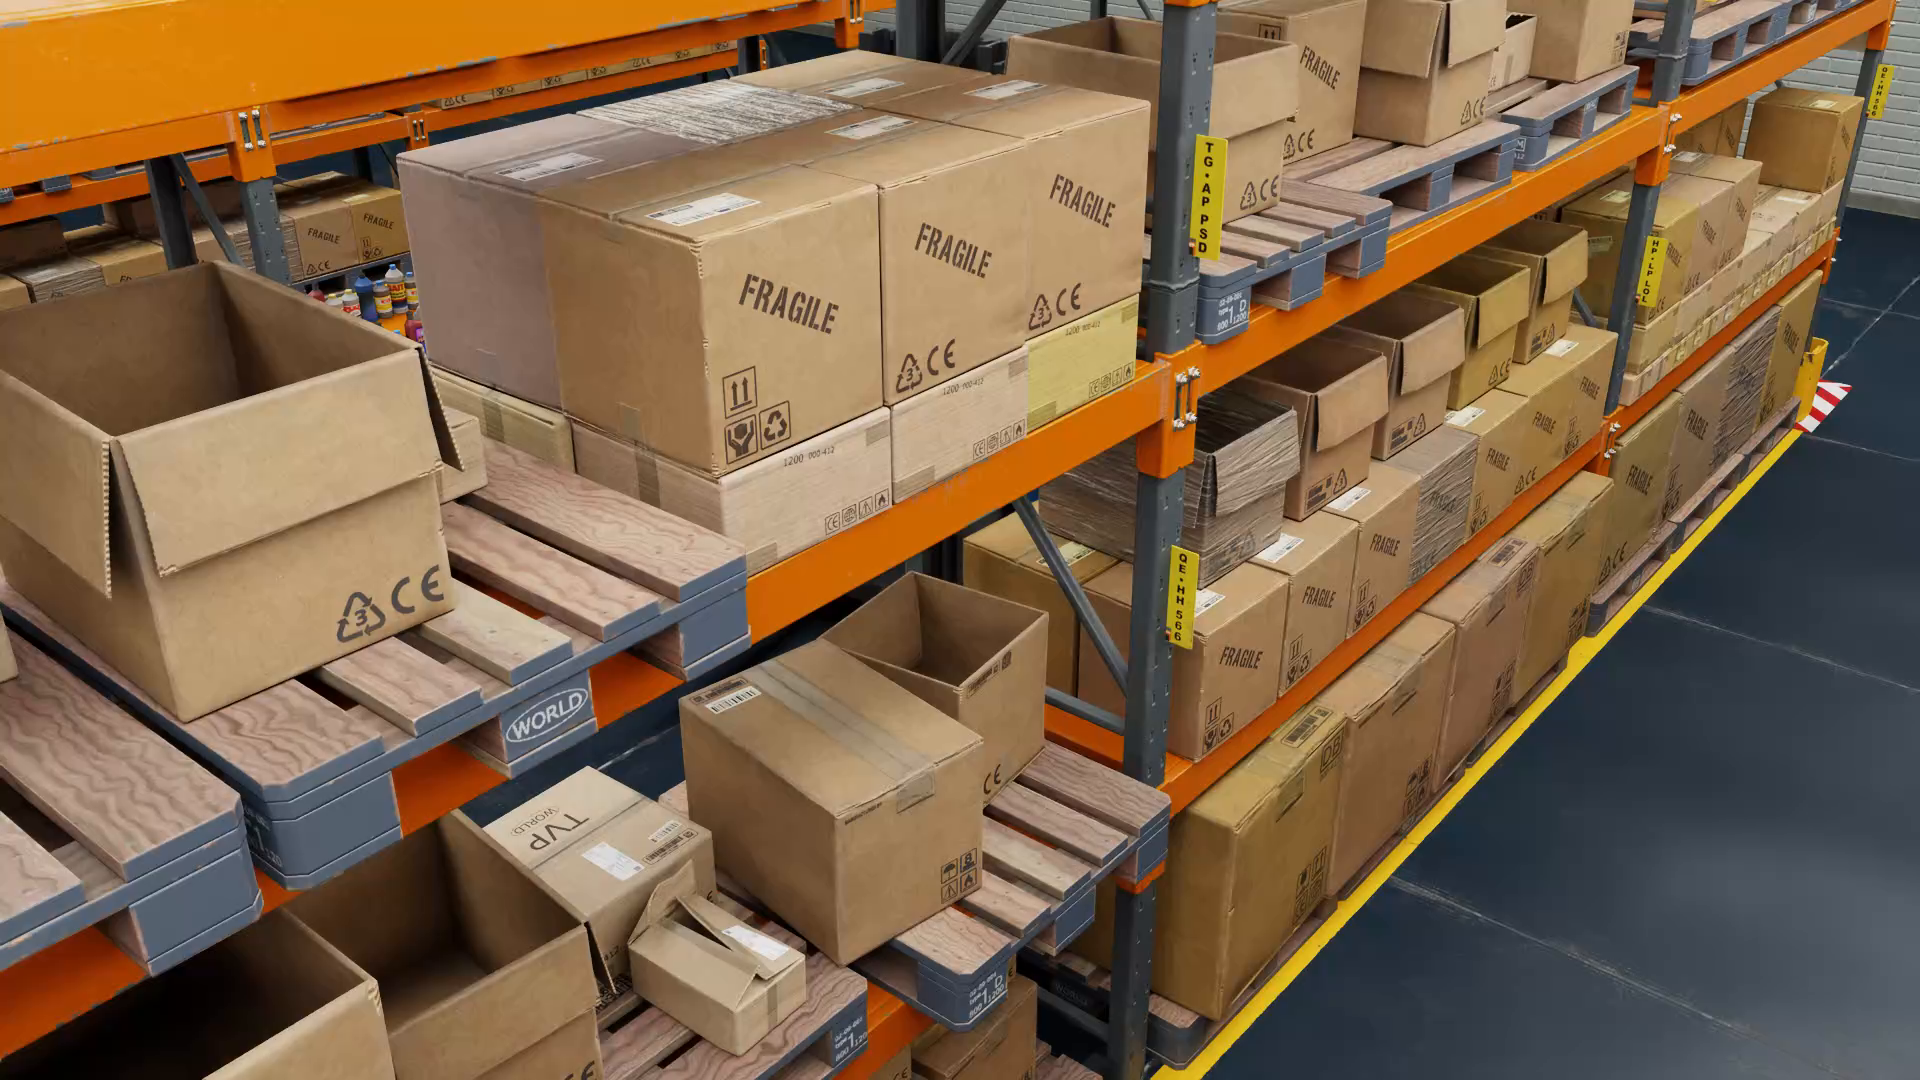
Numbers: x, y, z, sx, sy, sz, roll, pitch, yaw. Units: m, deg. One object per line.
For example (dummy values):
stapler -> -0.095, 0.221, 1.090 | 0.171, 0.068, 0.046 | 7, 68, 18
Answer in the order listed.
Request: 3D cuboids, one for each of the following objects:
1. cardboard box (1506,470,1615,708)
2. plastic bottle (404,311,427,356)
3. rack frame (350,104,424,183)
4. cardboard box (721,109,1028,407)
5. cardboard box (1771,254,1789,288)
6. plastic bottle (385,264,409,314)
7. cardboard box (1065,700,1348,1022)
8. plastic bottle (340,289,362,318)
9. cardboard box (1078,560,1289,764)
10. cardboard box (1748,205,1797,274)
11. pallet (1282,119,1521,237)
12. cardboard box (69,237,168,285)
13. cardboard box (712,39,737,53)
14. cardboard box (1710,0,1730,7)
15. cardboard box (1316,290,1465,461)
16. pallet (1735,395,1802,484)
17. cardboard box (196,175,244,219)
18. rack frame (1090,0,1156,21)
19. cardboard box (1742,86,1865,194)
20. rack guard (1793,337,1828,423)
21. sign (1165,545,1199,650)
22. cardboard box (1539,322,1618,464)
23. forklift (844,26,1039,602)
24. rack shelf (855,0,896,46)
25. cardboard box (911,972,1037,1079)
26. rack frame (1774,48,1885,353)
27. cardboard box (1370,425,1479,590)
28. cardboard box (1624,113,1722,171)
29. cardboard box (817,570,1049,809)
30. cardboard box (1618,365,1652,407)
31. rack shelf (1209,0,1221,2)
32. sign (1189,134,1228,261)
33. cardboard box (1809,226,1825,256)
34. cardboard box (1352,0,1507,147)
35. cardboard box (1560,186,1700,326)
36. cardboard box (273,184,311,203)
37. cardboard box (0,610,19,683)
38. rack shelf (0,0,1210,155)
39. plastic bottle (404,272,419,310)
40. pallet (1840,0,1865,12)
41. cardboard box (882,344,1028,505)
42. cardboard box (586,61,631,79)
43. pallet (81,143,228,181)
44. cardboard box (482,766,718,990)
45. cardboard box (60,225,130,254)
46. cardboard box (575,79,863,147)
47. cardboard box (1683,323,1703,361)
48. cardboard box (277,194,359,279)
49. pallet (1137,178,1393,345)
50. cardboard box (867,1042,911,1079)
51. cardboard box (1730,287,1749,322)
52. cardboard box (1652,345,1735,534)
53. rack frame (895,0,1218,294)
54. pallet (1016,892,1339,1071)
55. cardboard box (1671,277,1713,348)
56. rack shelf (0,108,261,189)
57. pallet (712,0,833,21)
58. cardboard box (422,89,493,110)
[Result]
cardboard box -> 2.389, 0.069, 8.208 | 1.225, 0.875, 0.875 | 21, 34, 35
plastic bottle -> -2.816, -1.061, 8.663 | 0.061, 0.283, 0.133 | 21, 34, 34
rack frame -> -4.861, -3.818, 13.865 | 1.000, 3.000, 0.127 | 21, 34, 34
cardboard box -> -0.192, -0.674, 3.872 | 0.500, 0.500, 0.500 | 21, 34, 34
cardboard box -> 4.704, -1.643, 9.934 | 0.380, 0.149, 0.250 | 20, 33, 33
plastic bottle -> -3.175, -1.417, 9.364 | 0.097, 0.271, 0.097 | 0, 27, 0
cardboard box -> 0.692, 1.016, 6.377 | 1.225, 0.875, 0.875 | 19, 33, 32
plastic bottle -> -3.361, -1.282, 9.180 | 0.097, 0.201, 0.097 | 0, 27, 0
cardboard box -> 0.756, 0.360, 5.681 | 0.500, 0.500, 0.500 | 22, 35, 36
cardboard box -> 4.575, -1.795, 9.795 | 0.500, 0.250, 0.500 | 19, 33, 33
pallet -> 1.314, -1.392, 6.118 | 1.003, 0.211, 1.213 | 23, 35, 37
cardboard box -> -6.243, -1.926, 12.450 | 0.500, 0.500, 0.500 | 20, 34, 34
cardboard box -> -2.391, -5.042, 16.123 | 0.500, 0.500, 0.500 | 22, 35, 36
cardboard box -> 3.578, -3.013, 8.371 | 0.700, 0.500, 0.500 | 23, 35, 37
cardboard box -> 1.552, -0.717, 6.671 | 0.797, 0.503, 0.637 | 22, 35, 36
pallet -> 4.877, -0.794, 11.056 | 1.003, 0.211, 1.213 | 21, 34, 34
cardboard box -> -5.993, -2.781, 13.287 | 0.500, 0.250, 0.500 | 21, 34, 35
rack frame -> 1.503, -3.787, 13.805 | 1.000, 3.000, 0.127 | 21, 34, 34
cardboard box -> 5.218, -2.488, 10.319 | 0.500, 0.500, 0.500 | 21, 34, 35
rack guard -> 5.340, -1.238, 11.598 | 1.175, 0.500, 0.348 | 21, 34, 34
sign -> 0.661, 0.173, 4.977 | 0.100, 0.325, 0.005 | 21, 34, 34
cardboard box -> 2.694, -0.720, 7.768 | 0.500, 0.500, 0.500 | 21, 34, 35
forklift -> -0.341, -0.987, 8.468 | 1.130, 2.935, 3.031 | 15, 31, 26
rack shelf -> 0.231, -4.090, 11.911 | 1.077, 0.370, 4.000 | 21, 34, 34
cardboard box -> -0.174, 1.655, 5.527 | 0.700, 0.500, 0.500 | 19, 33, 32
rack frame -> 5.325, -2.339, 11.007 | 1.000, 3.000, 0.127 | 21, 34, 34
cardboard box -> 1.725, -0.183, 6.730 | 0.500, 0.500, 0.500 | 21, 34, 35
cardboard box -> 4.169, -2.284, 9.924 | 0.500, 0.500, 0.500 | 20, 33, 33
cardboard box -> -0.076, 0.469, 5.012 | 0.500, 0.500, 0.500 | 16, 31, 28
cardboard box -> 3.226, -0.817, 8.338 | 0.380, 0.149, 0.250 | 21, 34, 35
rack shelf -> 1.509, -2.379, 5.774 | 1.077, 0.370, 4.000 | 21, 34, 34
sign -> 0.654, -0.905, 4.409 | 0.100, 0.325, 0.005 | 21, 34, 34
cardboard box -> 5.189, -1.913, 10.456 | 0.380, 0.149, 0.250 | 21, 34, 35
cardboard box -> 1.519, -1.798, 6.127 | 0.797, 0.503, 0.637 | 20, 34, 34
cardboard box -> 3.283, -1.415, 8.244 | 0.500, 0.500, 0.500 | 21, 34, 34
cardboard box -> -5.687, -2.610, 13.773 | 0.500, 0.500, 0.500 | 21, 34, 35
cardboard box -> -1.787, 0.094, 2.729 | 0.396, 0.266, 0.258 | 22, 35, 36
rack shelf -> -1.036, -0.961, 3.033 | 1.077, 0.370, 4.000 | 21, 34, 34
plastic bottle -> -3.113, -1.420, 9.447 | 0.097, 0.201, 0.097 | 0, 27, 0
pallet -> 4.861, -3.366, 9.824 | 1.003, 0.211, 1.213 | 21, 34, 34
cardboard box -> -0.182, -0.348, 4.058 | 0.500, 0.250, 0.500 | 21, 34, 34
cardboard box -> -3.361, -4.503, 15.081 | 0.500, 0.500, 0.500 | 20, 34, 34
pallet -> -6.172, -3.005, 12.503 | 1.003, 0.211, 1.213 | 21, 34, 34
cardboard box -> -1.007, 0.904, 4.444 | 0.500, 0.250, 0.500 | 20, 33, 33
cardboard box -> -6.662, -2.068, 12.725 | 0.500, 0.500, 0.500 | 19, 33, 33
cardboard box -> -0.586, -0.831, 4.175 | 0.500, 0.500, 0.500 | 21, 34, 35
cardboard box -> 3.726, -1.098, 8.881 | 0.380, 0.149, 0.250 | 20, 33, 33
cardboard box -> -5.274, -2.471, 13.504 | 0.500, 0.500, 0.500 | 21, 34, 35
pallet -> 0.605, -0.995, 5.350 | 1.213, 0.211, 1.003 | 23, 35, 37
cardboard box -> -0.496, 1.516, 4.980 | 0.500, 0.250, 0.500 | -24, 36, -38
cardboard box -> 4.216, -1.370, 9.408 | 0.380, 0.149, 0.250 | 20, 33, 33
cardboard box -> 3.835, -0.694, 9.682 | 0.875, 0.875, 0.875 | 21, 34, 34
rack frame -> 0.237, -2.167, 4.146 | 1.000, 3.000, 0.127 | 21, 34, 34
pallet -> 0.796, 1.478, 6.663 | 1.003, 0.211, 1.213 | 21, 34, 34
cardboard box -> 3.602, -1.251, 8.744 | 0.500, 0.250, 0.500 | 21, 34, 34
rack shelf -> -4.857, -1.254, 6.428 | 1.077, 0.370, 4.000 | 21, 34, 34
pallet -> -1.464, -3.311, 9.826 | 1.213, 0.211, 1.003 | 21, 34, 34
cardboard box -> -4.326, -3.963, 14.037 | 0.500, 0.500, 0.500 | 22, 34, 36
